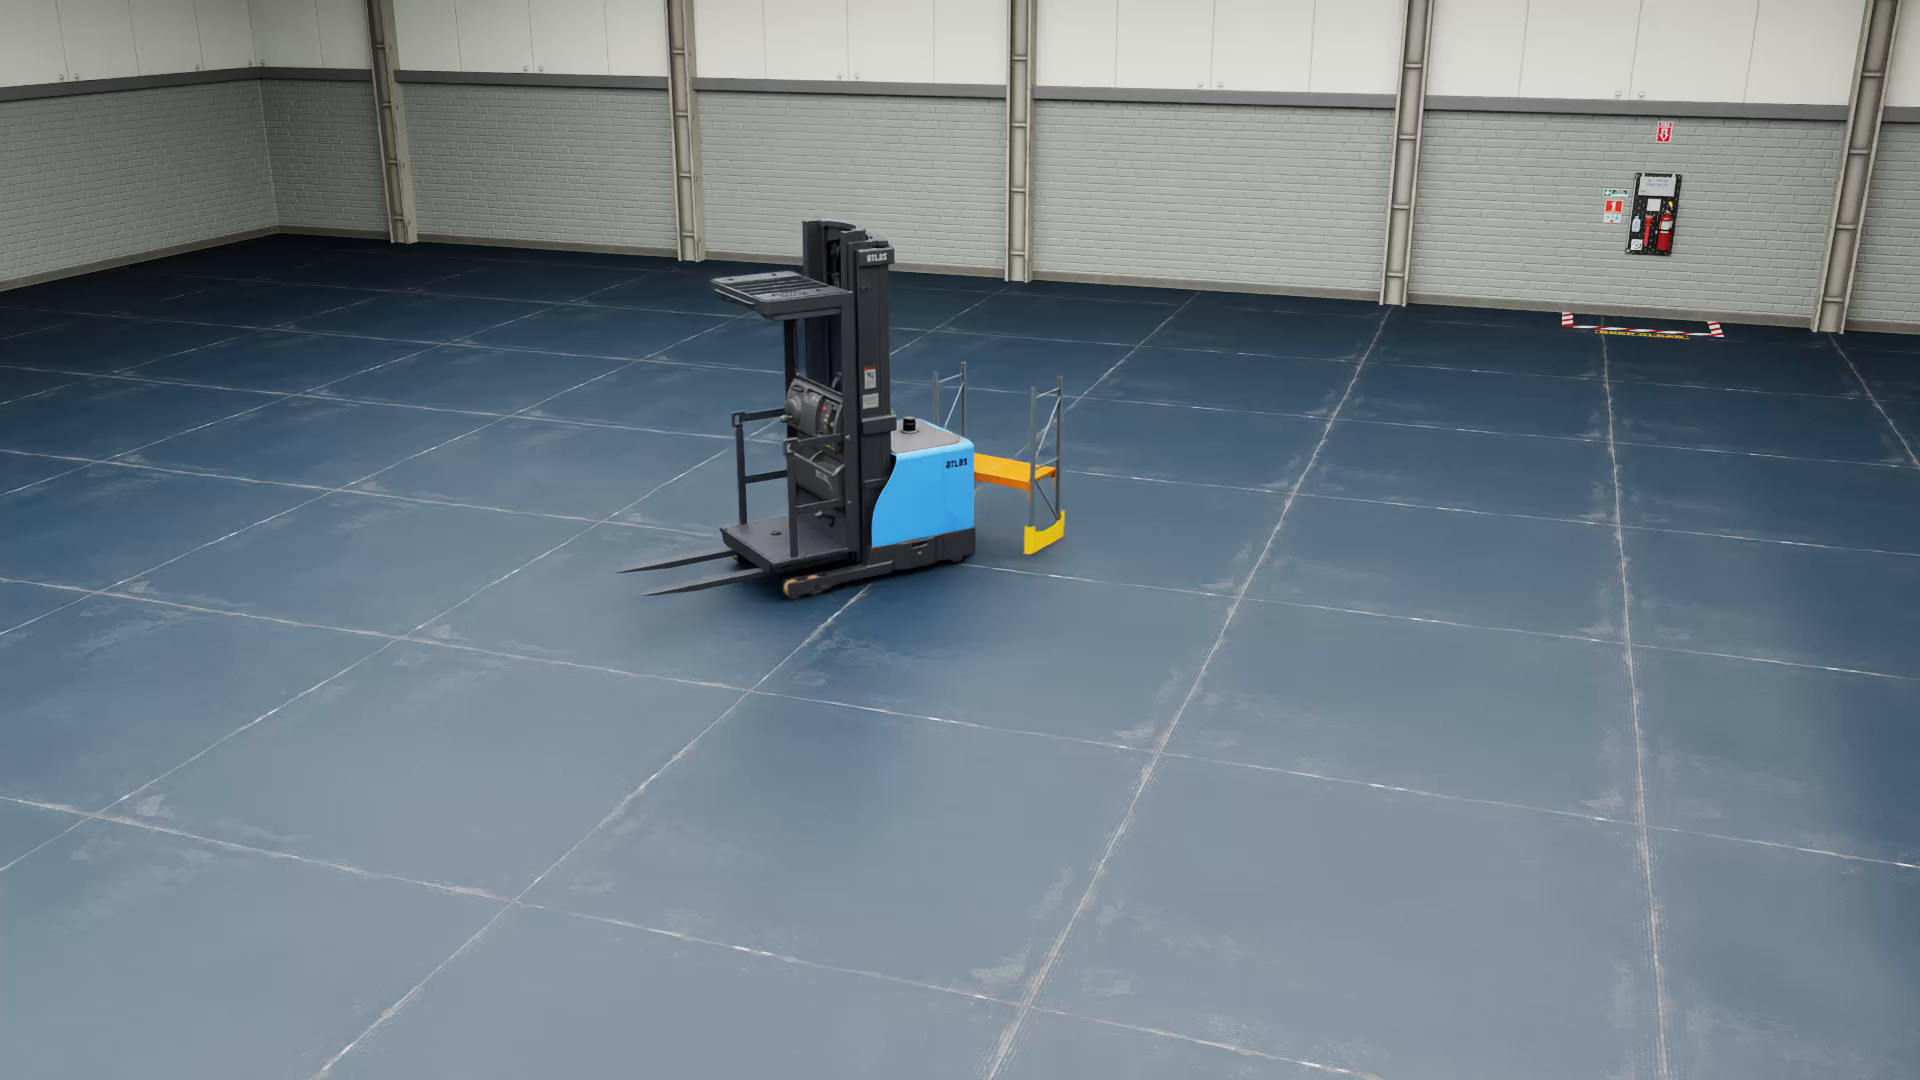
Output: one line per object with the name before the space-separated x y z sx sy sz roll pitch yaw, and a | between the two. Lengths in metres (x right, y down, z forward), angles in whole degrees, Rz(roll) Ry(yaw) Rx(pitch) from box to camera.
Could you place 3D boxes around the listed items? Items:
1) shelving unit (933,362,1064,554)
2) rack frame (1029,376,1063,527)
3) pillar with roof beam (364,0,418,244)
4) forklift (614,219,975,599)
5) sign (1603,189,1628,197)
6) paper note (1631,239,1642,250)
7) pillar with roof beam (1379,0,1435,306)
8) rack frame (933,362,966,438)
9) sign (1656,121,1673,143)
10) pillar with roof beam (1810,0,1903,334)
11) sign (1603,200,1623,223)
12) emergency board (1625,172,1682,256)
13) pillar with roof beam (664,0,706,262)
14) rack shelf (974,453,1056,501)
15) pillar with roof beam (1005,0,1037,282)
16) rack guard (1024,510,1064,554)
shelving unit | 0.342 -0.757 14.968 1.083 1.500 0.587 12 23 31
rack frame | 0.759 -0.666 14.709 0.032 1.500 0.500 12 23 31
pillar with roof beam | -11.779 -8.477 25.723 0.400 9.000 9.100 7 20 18
forklift | -1.390 -1.093 13.759 3.031 2.935 1.130 -11 22 -30
sign | 9.495 -5.024 24.074 0.331 0.109 0.001 7 20 18
paper note | 9.838 -4.293 24.174 0.142 0.148 0.016 7 20 18
pillar with roof beam | 5.224 -6.532 20.145 0.400 9.000 9.100 7 20 18
rack frame | -0.090 -0.850 15.236 0.032 1.500 0.500 12 23 31
sign | 10.008 -5.795 23.623 0.199 0.298 0.001 7 20 18
pillar with roof beam | 10.892 -5.884 18.286 0.400 9.000 9.100 7 20 18
sign | 9.494 -4.777 24.170 0.234 0.329 0.001 7 20 18
emergency board | 9.983 -4.669 23.913 0.643 1.169 0.194 7 20 18
pillar with roof beam | -6.112 -7.829 23.863 0.400 9.000 9.100 7 20 18
rack shelf | 0.335 -0.588 15.032 1.000 0.185 0.538 12 23 31
pillar with roof beam | -0.444 -7.180 22.004 0.400 9.000 9.100 7 20 18
rack guard | 0.758 -0.076 14.916 0.087 0.250 0.587 12 23 31
